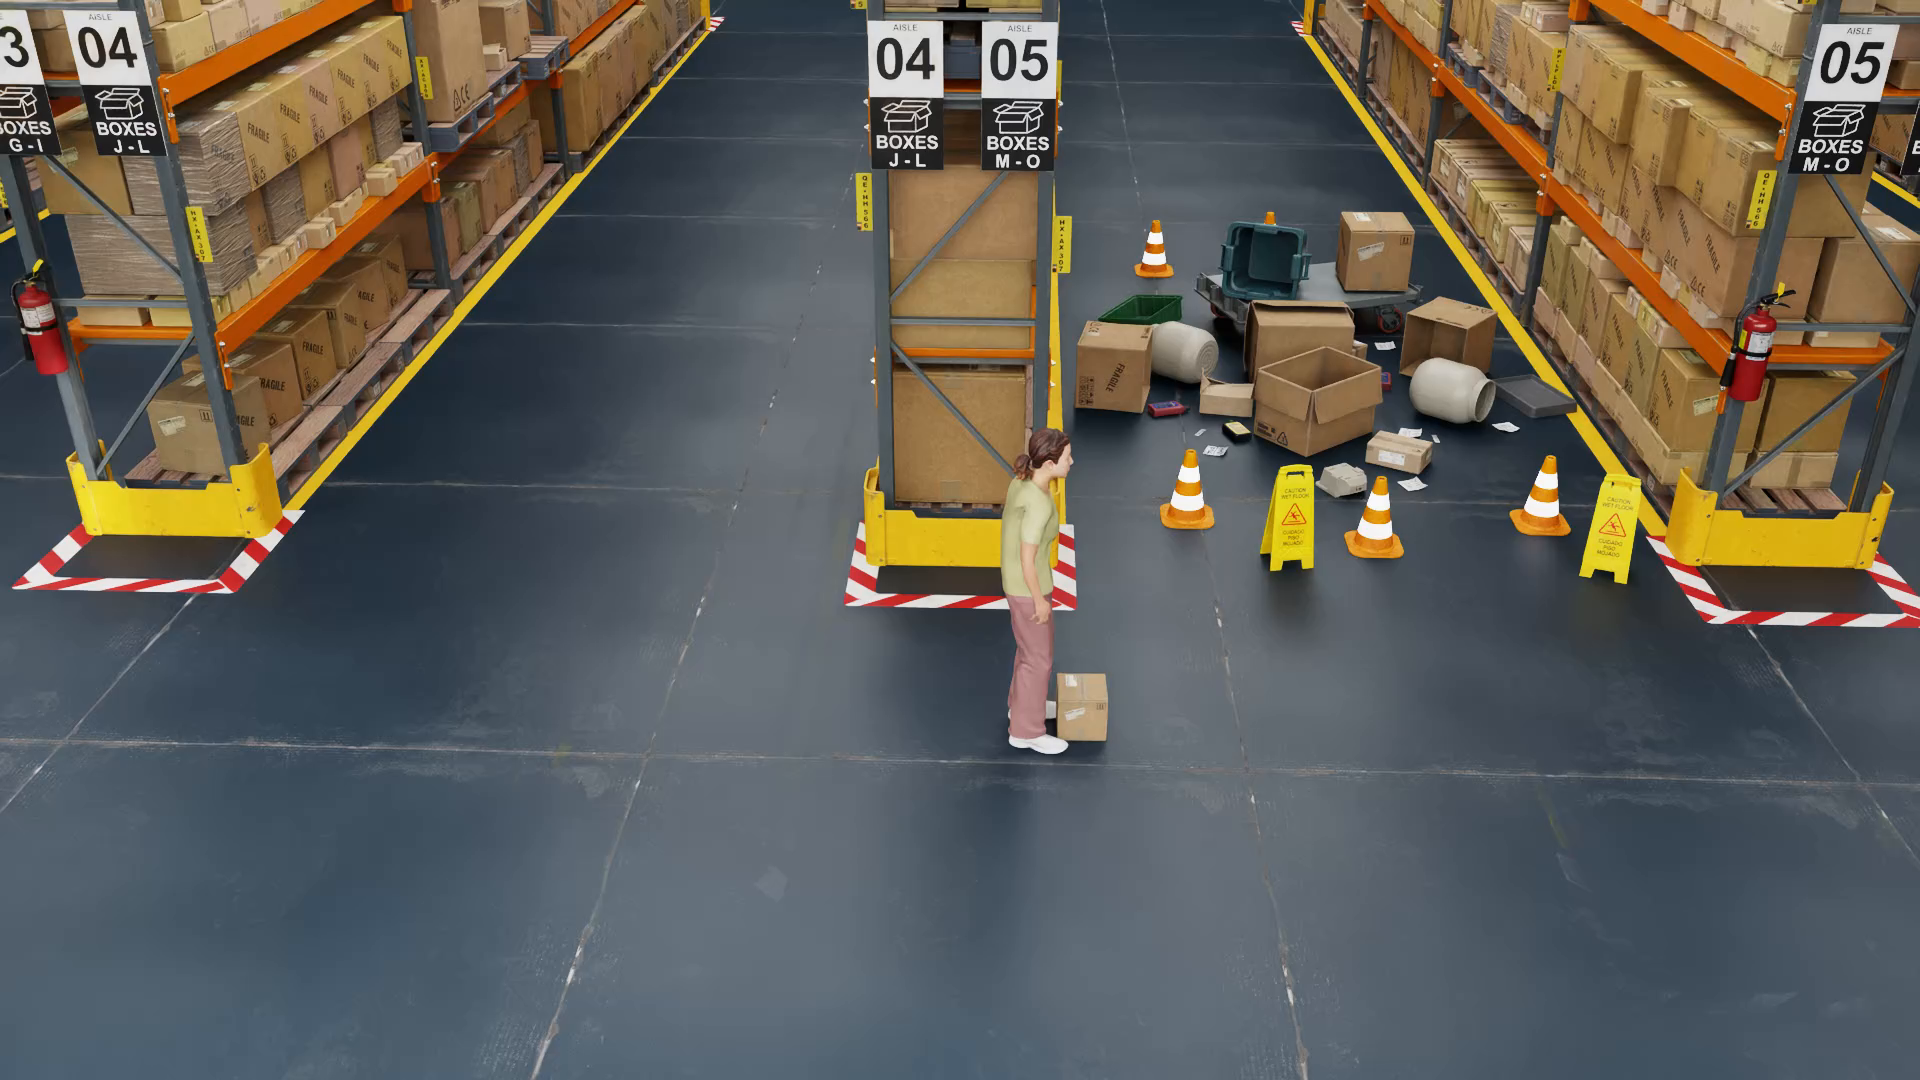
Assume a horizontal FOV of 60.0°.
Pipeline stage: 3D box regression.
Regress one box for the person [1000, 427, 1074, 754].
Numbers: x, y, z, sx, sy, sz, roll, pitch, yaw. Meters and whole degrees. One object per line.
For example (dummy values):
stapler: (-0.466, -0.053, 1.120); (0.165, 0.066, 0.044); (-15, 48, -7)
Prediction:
person: (0.378, 0.225, 8.201); (0.359, 1.672, 0.521); (0, 28, -1)
